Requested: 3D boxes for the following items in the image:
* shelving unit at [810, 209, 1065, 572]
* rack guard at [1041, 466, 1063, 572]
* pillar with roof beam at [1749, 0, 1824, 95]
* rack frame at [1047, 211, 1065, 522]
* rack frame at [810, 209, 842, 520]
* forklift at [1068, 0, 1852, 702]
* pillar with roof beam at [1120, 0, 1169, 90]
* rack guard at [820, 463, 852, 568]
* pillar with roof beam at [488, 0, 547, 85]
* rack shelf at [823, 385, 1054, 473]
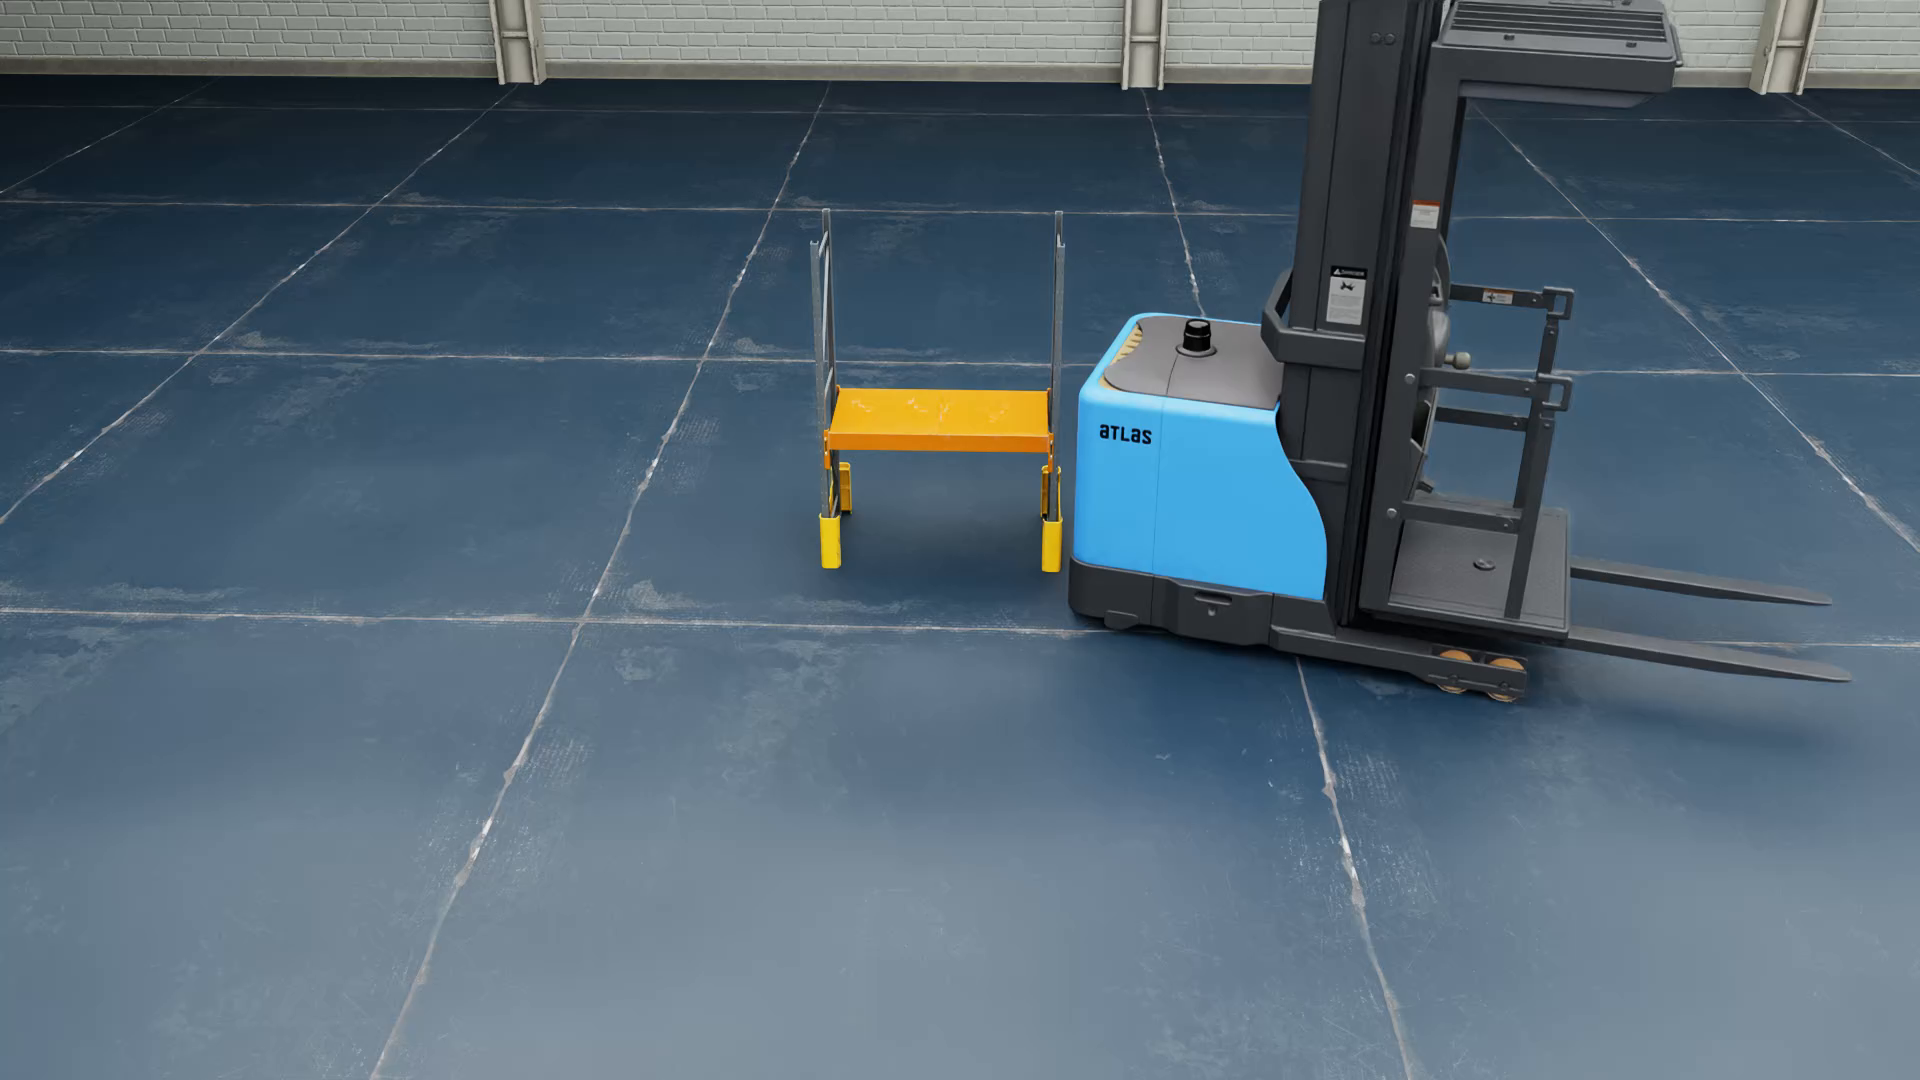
[{"bbox_3d":[-0.076,-0.664,7.401,1.083,1.500,0.587,1,28,2],"label":"shelving unit"},{"bbox_3d":[0.422,-0.103,7.678,0.087,0.250,0.587,1,28,2],"label":"rack guard"},{"bbox_3d":[7.592,-6.231,9.897,0.400,9.000,9.100,1,28,2],"label":"pillar with roof beam"},{"bbox_3d":[0.423,-0.656,7.386,0.032,1.500,0.500,1,28,2],"label":"rack frame"},{"bbox_3d":[-0.593,-0.672,7.417,0.032,1.500,0.500,1,28,2],"label":"rack frame"},{"bbox_3d":[2.035,-0.939,6.392,3.031,2.935,1.130,9,29,16],"label":"forklift"},{"bbox_3d":[1.595,-6.330,10.084,0.400,9.000,9.100,1,28,2],"label":"pillar with roof beam"},{"bbox_3d":[-0.574,-0.120,7.709,0.087,0.250,0.587,1,28,2],"label":"rack guard"},{"bbox_3d":[-4.401,-6.429,10.271,0.400,9.000,9.100,1,28,2],"label":"pillar with roof beam"},{"bbox_3d":[-0.085,-0.505,7.486,1.000,0.185,0.538,1,28,2],"label":"rack shelf"}]
